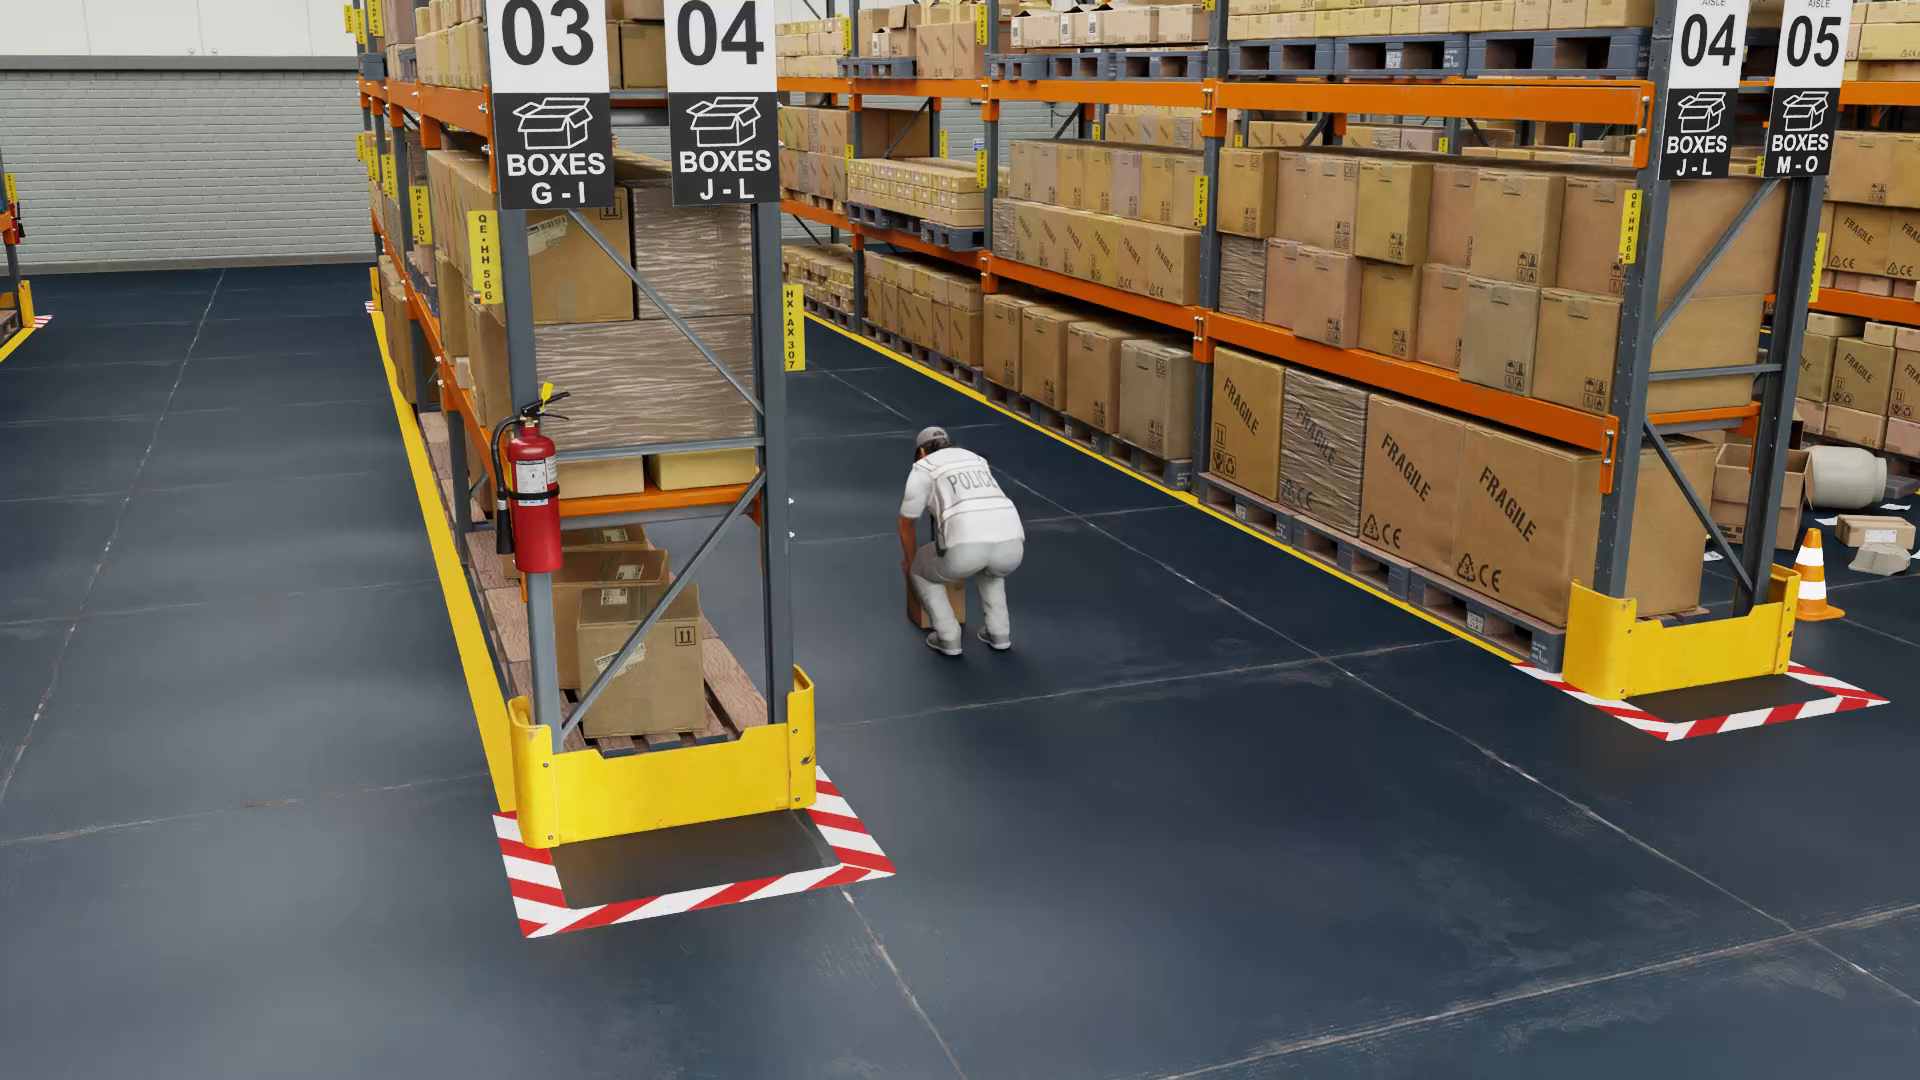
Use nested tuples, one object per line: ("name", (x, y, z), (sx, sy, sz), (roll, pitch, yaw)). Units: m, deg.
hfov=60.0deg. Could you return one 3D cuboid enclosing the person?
("person", (-0.009, 0.009, 8.556), (0.537, 1.094, 0.834), (-6, 17, -20))
